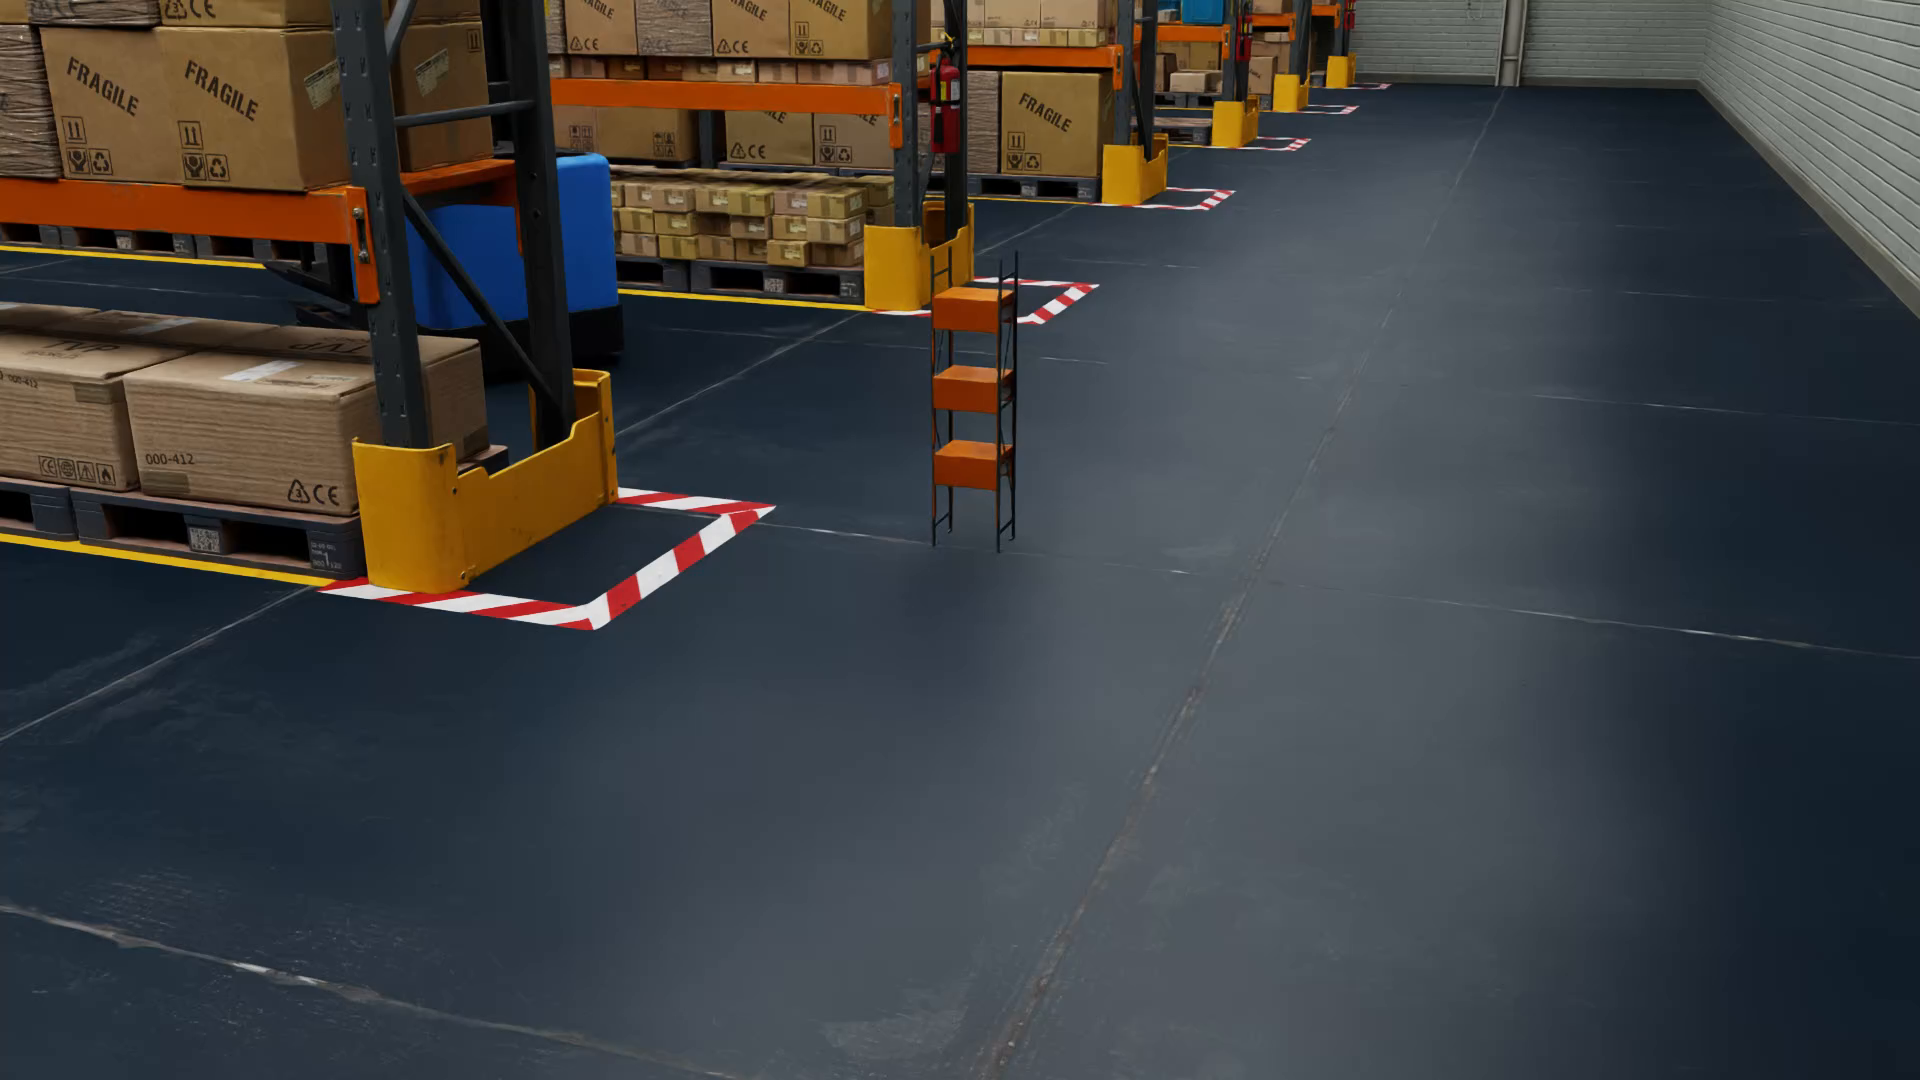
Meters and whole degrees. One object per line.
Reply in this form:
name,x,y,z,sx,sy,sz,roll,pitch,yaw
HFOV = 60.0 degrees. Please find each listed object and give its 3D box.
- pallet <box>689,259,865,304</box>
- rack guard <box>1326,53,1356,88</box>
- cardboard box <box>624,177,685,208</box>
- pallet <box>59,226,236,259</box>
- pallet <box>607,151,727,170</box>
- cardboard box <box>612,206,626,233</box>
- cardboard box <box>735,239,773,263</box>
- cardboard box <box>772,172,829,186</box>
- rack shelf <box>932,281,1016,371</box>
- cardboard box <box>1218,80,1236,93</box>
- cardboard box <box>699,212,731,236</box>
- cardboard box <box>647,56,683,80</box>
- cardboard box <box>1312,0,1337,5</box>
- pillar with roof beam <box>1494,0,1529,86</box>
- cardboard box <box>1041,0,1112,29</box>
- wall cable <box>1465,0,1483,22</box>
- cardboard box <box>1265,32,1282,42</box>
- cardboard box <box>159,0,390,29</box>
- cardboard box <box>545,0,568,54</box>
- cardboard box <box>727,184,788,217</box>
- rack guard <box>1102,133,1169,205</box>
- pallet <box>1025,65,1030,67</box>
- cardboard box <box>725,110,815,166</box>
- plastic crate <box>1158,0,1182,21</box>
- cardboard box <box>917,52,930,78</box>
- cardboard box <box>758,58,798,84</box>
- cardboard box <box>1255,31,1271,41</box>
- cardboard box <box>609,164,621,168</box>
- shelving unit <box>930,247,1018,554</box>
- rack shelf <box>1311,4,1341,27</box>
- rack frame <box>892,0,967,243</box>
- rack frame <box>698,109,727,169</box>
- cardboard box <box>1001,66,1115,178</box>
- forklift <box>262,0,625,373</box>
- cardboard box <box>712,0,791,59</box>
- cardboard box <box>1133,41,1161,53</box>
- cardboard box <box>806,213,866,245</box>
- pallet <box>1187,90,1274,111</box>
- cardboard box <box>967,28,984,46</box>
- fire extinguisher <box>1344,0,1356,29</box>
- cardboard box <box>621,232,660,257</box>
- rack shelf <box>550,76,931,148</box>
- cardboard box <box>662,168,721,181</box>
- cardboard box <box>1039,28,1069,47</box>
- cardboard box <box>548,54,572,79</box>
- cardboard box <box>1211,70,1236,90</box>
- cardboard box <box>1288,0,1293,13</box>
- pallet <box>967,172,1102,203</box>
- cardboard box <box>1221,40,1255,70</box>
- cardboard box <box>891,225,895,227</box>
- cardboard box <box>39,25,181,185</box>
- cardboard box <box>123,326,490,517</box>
pallet,-1.001,-1.771,10.837,1.213,0.211,1.003,7,20,18
rack guard,6.449,-7.950,28.123,0.348,0.500,1.175,7,20,18
cardboard box,-1.970,-2.248,10.758,0.250,0.149,0.380,6,20,16
pallet,-5.844,-2.311,12.386,1.213,0.211,1.003,7,20,18
pallet,-2.982,-3.688,16.334,1.213,0.211,1.003,7,20,18
cardboard box,-2.256,-2.104,10.796,0.250,0.149,0.380,7,20,19
cardboard box,-1.236,-1.877,10.596,0.250,0.149,0.380,6,20,18
cardboard box,-1.053,-2.336,11.009,0.250,0.149,0.380,6,20,18
rack shelf,0.051,-0.748,5.797,0.240,0.259,0.215,7,20,18
cardboard box,3.857,-6.516,23.847,0.250,0.166,0.380,7,20,18
cardboard box,-1.477,-2.058,10.666,0.250,0.149,0.380,6,20,17
cardboard box,-1.762,-2.976,10.439,0.250,0.149,0.380,6,20,16
cardboard box,5.941,-9.326,27.818,0.700,0.700,0.980,7,21,21
pillar with roof beam,7.848,-10.604,22.826,0.400,9.000,9.100,7,20,18
cardboard box,1.005,-4.552,14.353,0.500,0.250,0.500,6,20,17
wall cable,7.946,-9.768,27.998,1.851,1.984,0.084,7,20,18
cardboard box,5.310,-8.486,28.038,0.250,0.149,0.380,7,20,20
cardboard box,-2.236,-1.928,5.380,0.500,0.500,0.500,7,20,20
cardboard box,-2.633,-3.352,10.532,0.500,0.500,0.500,6,20,17
cardboard box,-1.261,-2.126,10.407,0.250,0.149,0.380,6,20,17
rack guard,1.572,-3.329,14.868,0.348,0.500,1.175,7,20,18
pallet,0.738,-8.439,29.966,1.213,0.211,1.003,7,20,18
cardboard box,-1.631,-4.043,15.708,0.875,0.875,0.875,7,20,18
plastic crate,2.428,-6.202,19.474,0.300,0.233,0.416,7,20,18
cardboard box,-0.372,-2.999,10.505,0.250,0.149,0.380,6,20,18
cardboard box,-1.039,-2.871,10.136,0.250,0.149,0.380,6,20,18
cardboard box,5.201,-8.632,28.456,0.250,0.149,0.380,7,20,19
cardboard box,-2.533,-2.496,11.469,0.250,0.149,0.380,6,20,15
shelving unit,0.051,-0.490,5.887,0.252,1.050,0.215,7,20,18
rack shelf,4.537,-9.009,28.457,4.000,0.370,1.077,7,20,18
rack frame,-0.173,-2.981,10.071,0.127,3.000,1.000,7,20,18
rack frame,-2.229,-4.944,15.703,0.127,3.000,1.000,7,20,18
cardboard box,0.919,-3.752,14.871,0.875,0.875,0.875,7,20,18
forklift,-3.100,-2.586,9.041,1.130,2.935,3.031,-16,25,-38
cardboard box,-1.167,-3.194,10.079,0.500,0.500,0.500,6,20,17
cardboard box,3.321,-8.470,28.977,0.500,0.500,0.700,7,20,19
cardboard box,-0.766,-1.942,10.331,0.250,0.149,0.380,6,20,17
pallet,3.979,-6.369,24.028,1.213,0.211,1.003,7,20,18
cardboard box,0.140,-4.440,14.637,0.250,0.149,0.380,6,20,17
fire extinguisher,6.417,-8.760,27.334,0.183,0.674,0.296,7,20,18
cardboard box,-1.987,-1.943,10.787,0.250,0.149,0.380,7,20,19
rack shelf,-2.063,-2.857,10.809,4.000,0.370,1.077,7,20,18
cardboard box,-1.806,-2.412,11.229,0.250,0.149,0.380,7,20,19
cardboard box,0.859,-4.357,14.401,0.250,0.149,0.380,7,20,19
cardboard box,-2.532,-3.035,10.607,0.250,0.149,0.380,7,21,20
cardboard box,3.911,-6.702,24.256,0.500,0.250,0.500,7,20,18
cardboard box,4.472,-7.769,23.655,0.500,0.500,0.500,7,20,19
pallet,0.769,-3.258,15.101,1.213,0.211,1.003,7,20,18
cardboard box,4.784,-8.303,28.499,0.500,0.500,0.700,6,20,16
cardboard box,-0.563,-1.989,10.919,0.250,0.149,0.380,7,20,19
cardboard box,-2.714,-1.507,5.690,0.500,0.500,0.500,6,20,17
cardboard box,-2.359,-0.460,6.092,0.875,0.438,0.875,6,20,16
